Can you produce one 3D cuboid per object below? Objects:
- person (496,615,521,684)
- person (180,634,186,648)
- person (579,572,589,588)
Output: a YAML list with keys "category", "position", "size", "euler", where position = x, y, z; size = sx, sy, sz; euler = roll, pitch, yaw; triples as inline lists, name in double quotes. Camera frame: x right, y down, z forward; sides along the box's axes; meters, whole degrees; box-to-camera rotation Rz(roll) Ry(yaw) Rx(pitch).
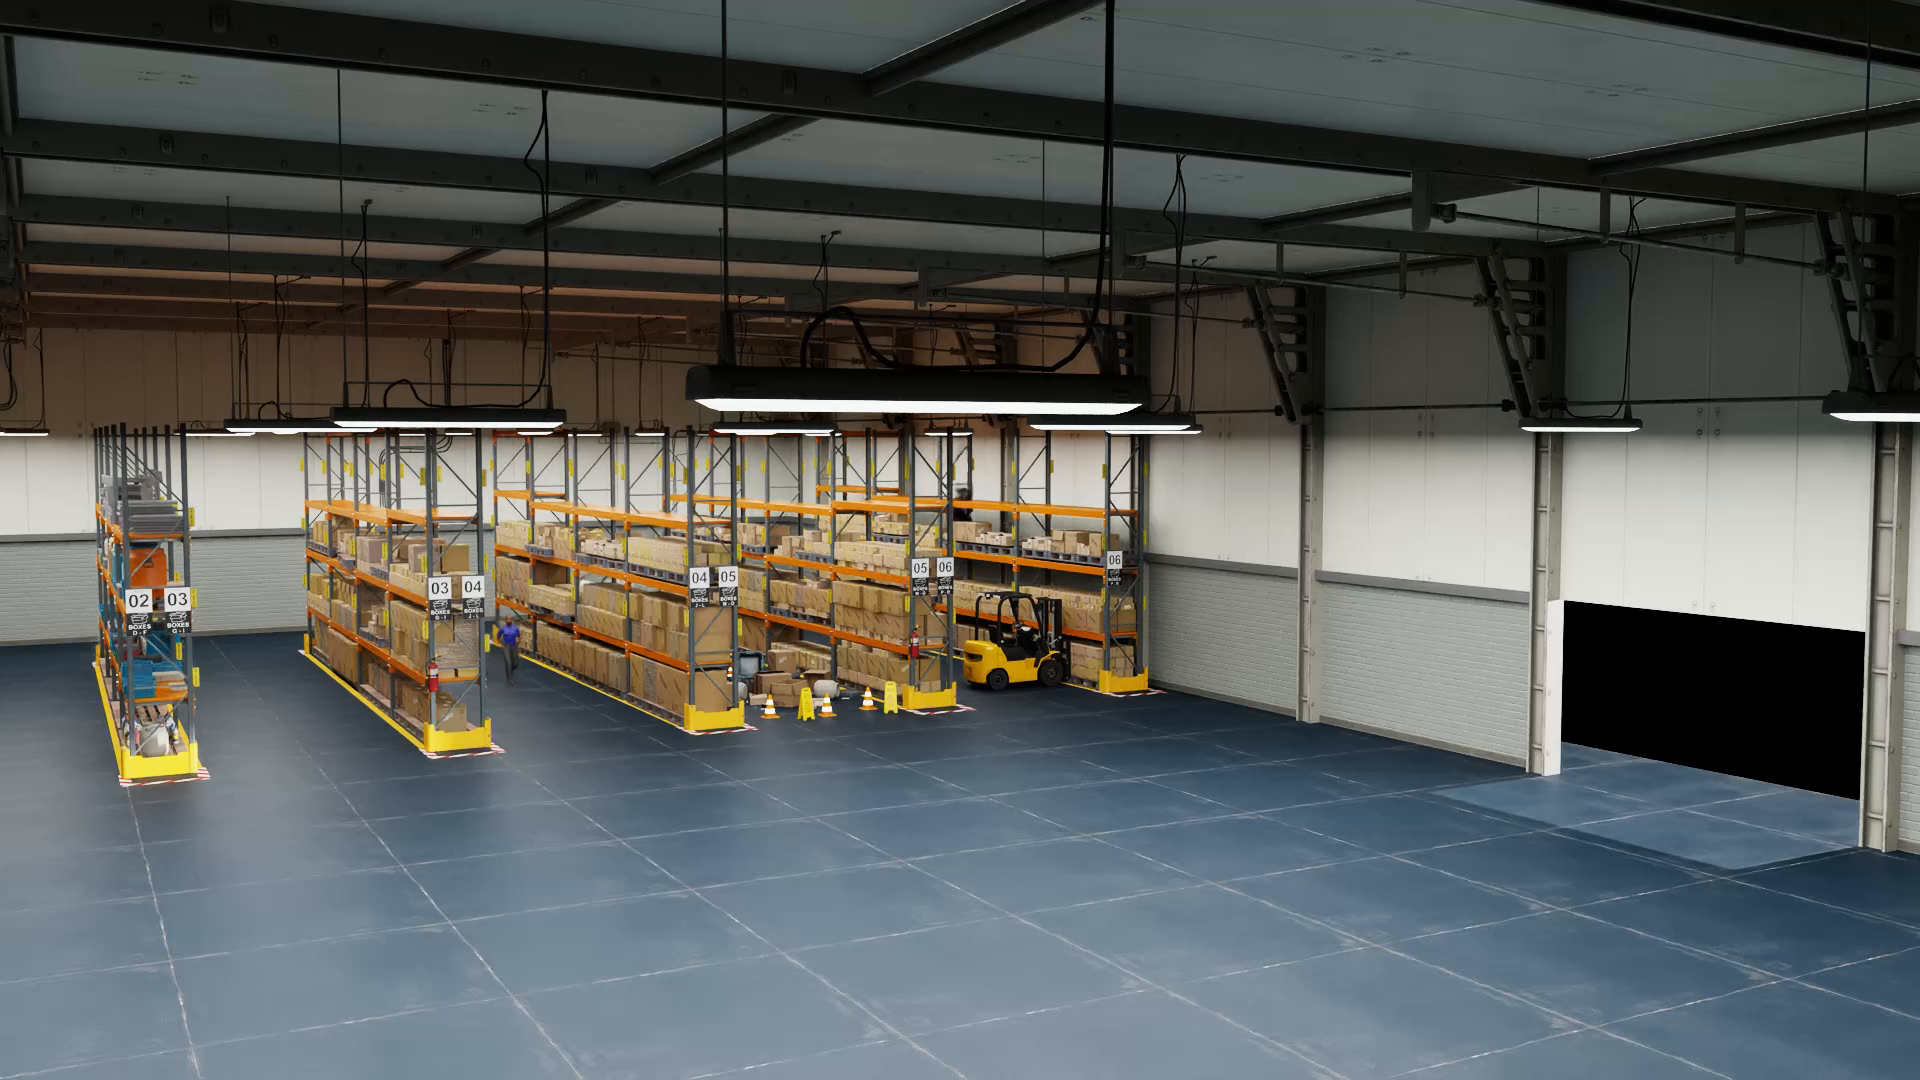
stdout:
- category: "person"
  position: [-10.593, 2.555, 39.046]
  size: [0.576, 1.604, 0.598]
  euler: [-2, 4, -27]
- category: "person"
  position: [-21.482, 2.166, 45.226]
  size: [0.876, 1.603, 0.524]
  euler: [-1, 4, -12]
- category: "person"
  position: [-11.362, 1.824, 50.035]
  size: [0.704, 1.734, 0.724]
  euler: [3, 5, 44]
